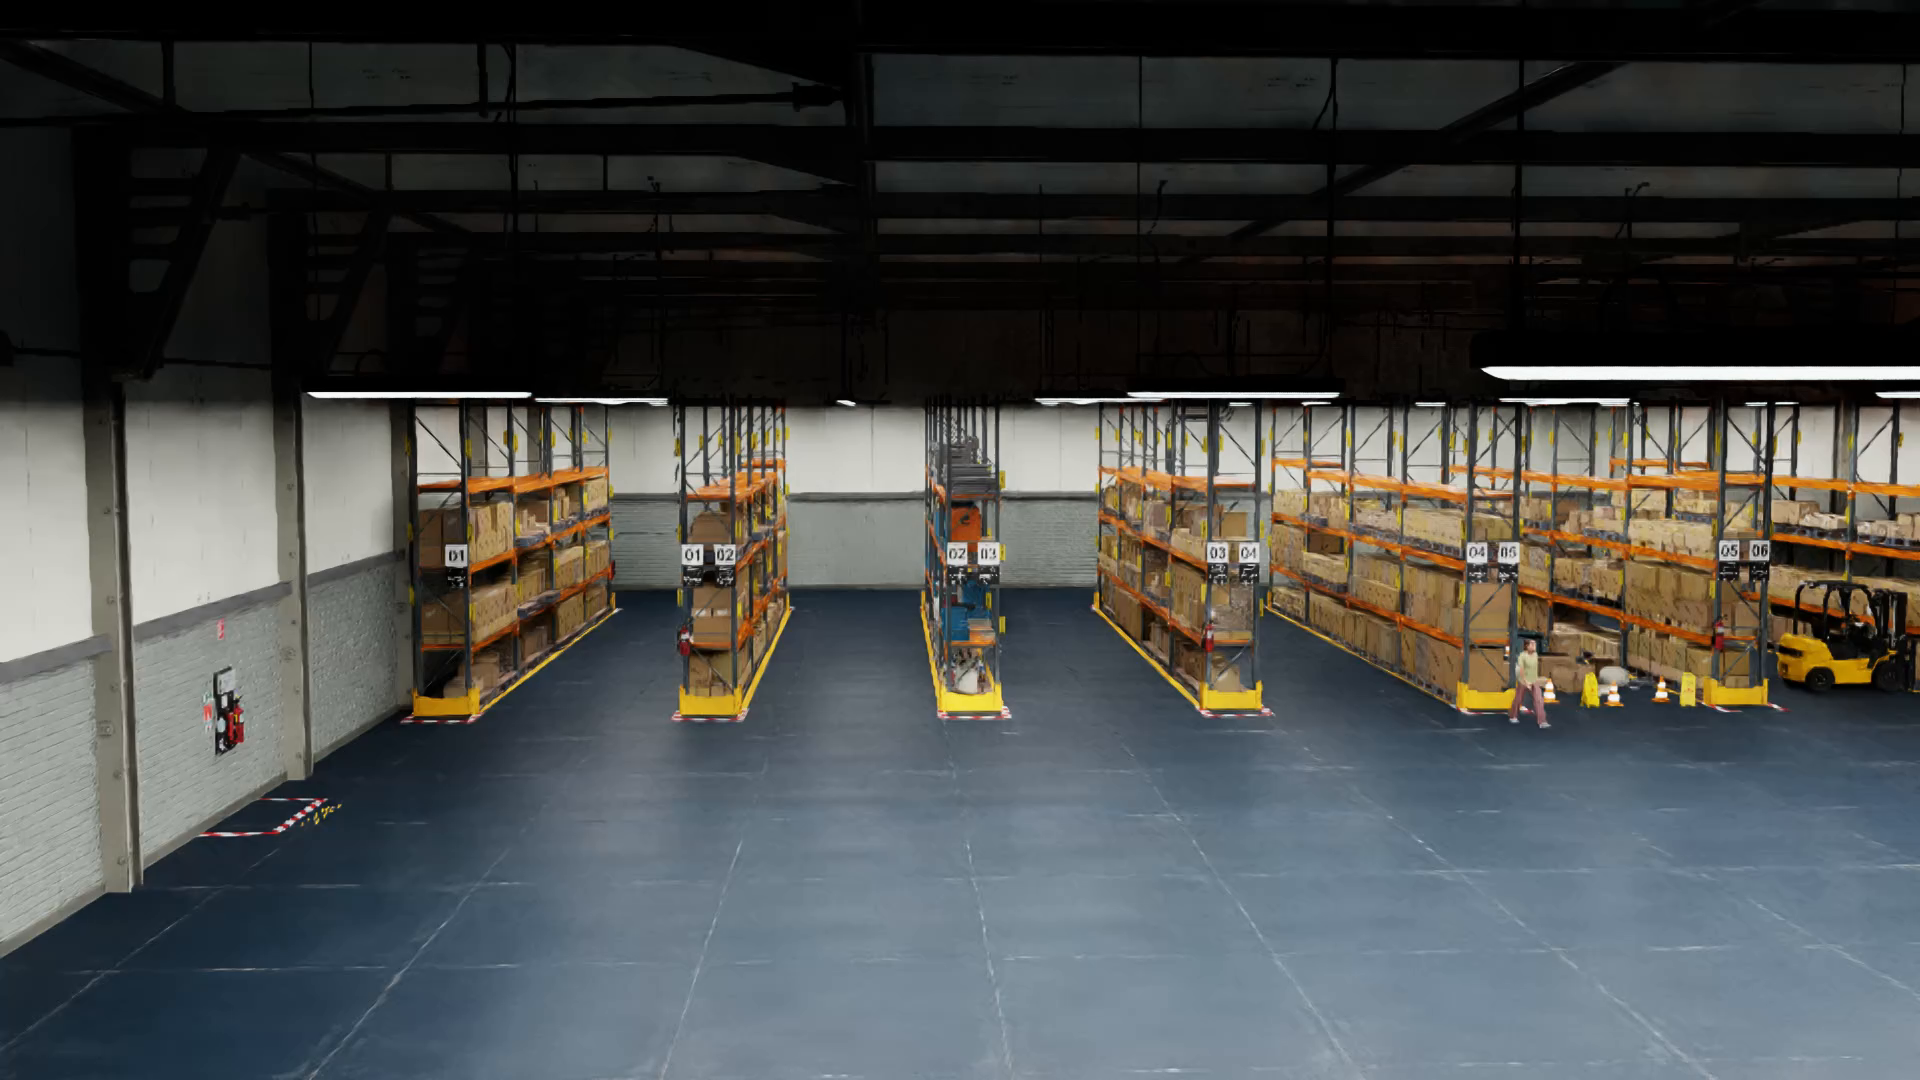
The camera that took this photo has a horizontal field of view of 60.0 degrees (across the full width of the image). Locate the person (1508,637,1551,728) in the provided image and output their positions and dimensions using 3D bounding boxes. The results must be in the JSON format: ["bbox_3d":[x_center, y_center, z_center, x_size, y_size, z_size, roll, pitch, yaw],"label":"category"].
[{"bbox_3d":[10.220,2.545,29.900,0.446,1.604,1.018,-1,5,-11],"label":"person"}]

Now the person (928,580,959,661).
[{"bbox_3d":[-0.361,1.757,36.434,0.592,1.780,0.711,-2,5,-21],"label":"person"}]

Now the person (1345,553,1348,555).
[{"bbox_3d":[11.030,1.081,47.363,0.400,1.770,0.655,1,5,11],"label":"person"}]
